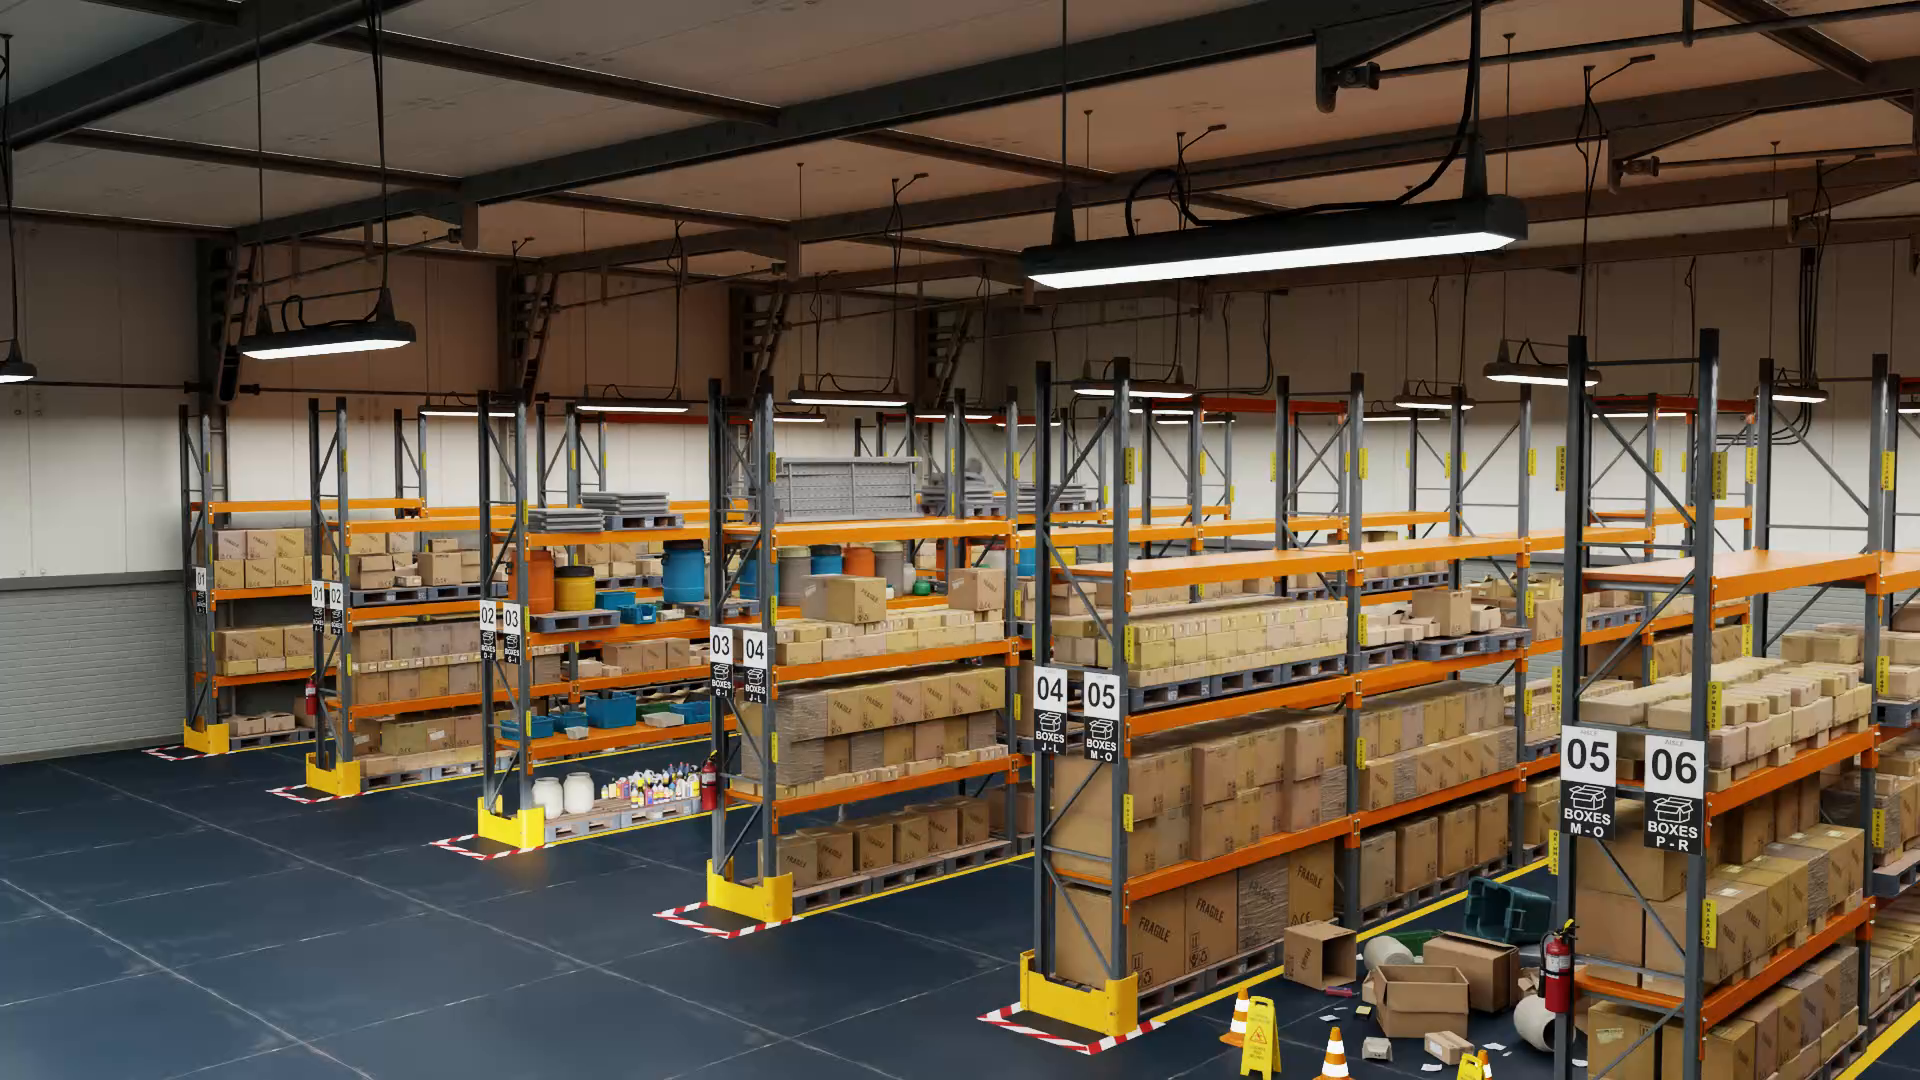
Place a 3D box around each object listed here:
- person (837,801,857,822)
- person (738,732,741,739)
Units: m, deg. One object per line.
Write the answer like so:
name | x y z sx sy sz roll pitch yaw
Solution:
person | -1.615 3.142 23.164 0.653 1.650 0.643 2 3 27
person | -3.346 2.861 27.248 0.689 1.733 0.571 3 4 42
